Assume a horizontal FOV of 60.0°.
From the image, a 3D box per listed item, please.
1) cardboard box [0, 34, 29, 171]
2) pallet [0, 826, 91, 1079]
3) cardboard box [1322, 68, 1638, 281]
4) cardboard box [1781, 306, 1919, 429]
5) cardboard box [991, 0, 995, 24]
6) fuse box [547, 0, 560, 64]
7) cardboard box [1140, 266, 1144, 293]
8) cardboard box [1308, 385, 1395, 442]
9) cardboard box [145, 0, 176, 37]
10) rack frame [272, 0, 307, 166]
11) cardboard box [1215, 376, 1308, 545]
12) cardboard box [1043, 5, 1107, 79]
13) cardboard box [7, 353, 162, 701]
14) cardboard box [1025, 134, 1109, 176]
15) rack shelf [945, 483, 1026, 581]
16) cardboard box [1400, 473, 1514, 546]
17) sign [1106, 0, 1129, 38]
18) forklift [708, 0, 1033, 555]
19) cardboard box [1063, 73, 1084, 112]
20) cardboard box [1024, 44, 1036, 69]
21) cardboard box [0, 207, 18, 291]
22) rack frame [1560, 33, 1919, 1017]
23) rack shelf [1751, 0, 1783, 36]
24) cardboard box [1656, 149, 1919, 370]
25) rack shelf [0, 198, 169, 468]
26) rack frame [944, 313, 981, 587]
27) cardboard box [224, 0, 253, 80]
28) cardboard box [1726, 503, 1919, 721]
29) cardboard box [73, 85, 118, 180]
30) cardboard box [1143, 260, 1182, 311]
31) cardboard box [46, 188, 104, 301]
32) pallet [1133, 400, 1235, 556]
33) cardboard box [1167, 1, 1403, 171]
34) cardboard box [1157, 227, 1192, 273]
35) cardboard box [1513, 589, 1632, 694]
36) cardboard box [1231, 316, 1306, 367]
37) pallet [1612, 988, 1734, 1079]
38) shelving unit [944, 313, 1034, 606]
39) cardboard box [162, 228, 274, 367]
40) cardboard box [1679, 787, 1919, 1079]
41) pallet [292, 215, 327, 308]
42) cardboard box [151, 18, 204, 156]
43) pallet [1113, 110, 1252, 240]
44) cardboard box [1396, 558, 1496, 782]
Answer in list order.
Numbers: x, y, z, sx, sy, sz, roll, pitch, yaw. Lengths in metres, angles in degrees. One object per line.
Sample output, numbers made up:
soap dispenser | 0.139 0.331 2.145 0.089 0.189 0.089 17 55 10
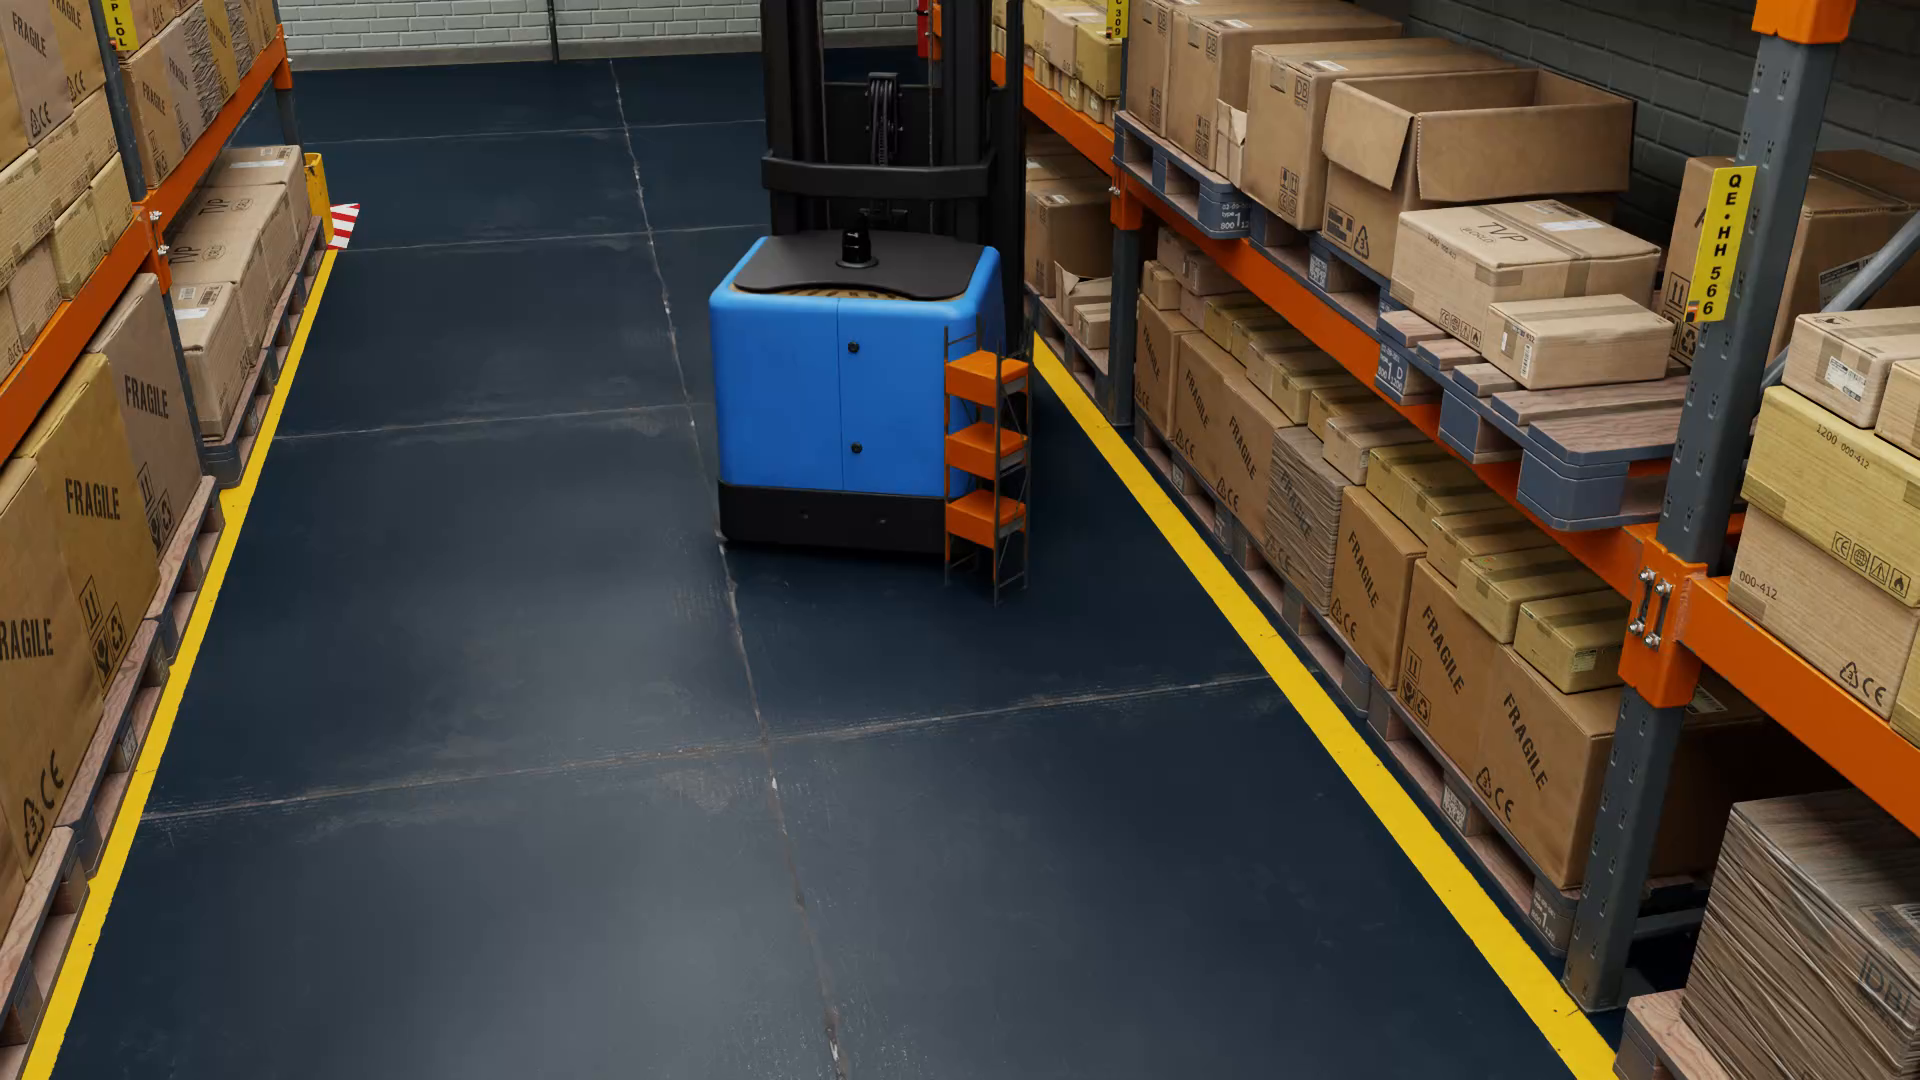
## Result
cardboard box | -3.079 -1.303 4.781 0.500 0.500 0.500 -5 27 -10
pallet | -2.847 1.214 4.111 1.003 0.211 1.213 -6 27 -12
cardboard box | 1.545 -1.114 5.048 0.797 0.503 0.637 -7 28 -13
cardboard box | 1.878 -0.347 3.278 0.380 0.149 0.250 -5 27 -10
cardboard box | 0.361 -3.091 9.381 0.500 0.250 0.500 -6 27 -13
fuse box | -3.759 -5.236 15.225 0.539 1.711 0.414 -6 27 -12
cardboard box | 1.175 -1.358 8.810 0.380 0.149 0.250 -6 27 -12
cardboard box | 1.458 -0.433 5.867 0.380 0.149 0.250 -6 27 -11
cardboard box | -3.623 -2.380 6.916 0.500 0.500 0.500 -6 27 -12
rack frame | -4.545 -3.189 9.740 1.000 3.000 0.127 -6 27 -12
cardboard box | 1.319 -0.323 6.369 0.500 0.500 0.500 -7 28 -13
cardboard box | 0.712 -2.422 8.056 0.500 0.250 0.500 -6 27 -11
cardboard box | -3.215 -0.012 5.337 0.875 0.875 0.875 -5 27 -10
cardboard box | 0.490 -2.109 9.908 0.700 0.500 0.500 -5 27 -9
rack shelf | 0.103 -0.032 6.289 0.240 0.259 0.215 21 33 35
cardboard box | 1.611 -0.092 5.192 0.380 0.149 0.250 -5 27 -10
sign | 0.664 -2.267 6.952 0.100 0.325 0.005 -6 27 -12
forklift | -0.245 -1.889 7.240 1.130 2.935 3.031 4 27 7
cardboard box | 0.712 -2.165 7.989 0.380 0.149 0.250 -5 27 -10
cardboard box | 0.543 -2.620 8.891 0.380 0.149 0.250 -6 27 -12
cardboard box | -2.933 -0.752 4.523 0.500 0.250 0.500 -5 27 -11
rack frame | 2.093 -0.183 3.783 1.000 3.000 0.127 -6 27 -12
rack shelf | 1.642 -2.079 5.009 1.077 0.370 4.000 -6 27 -12
cardboard box | 2.129 -0.657 4.145 0.500 0.500 0.500 -5 27 -9
rack shelf | -3.193 -0.234 4.683 1.077 0.370 4.000 -6 27 -12
rack frame | 0.010 -0.325 6.229 0.008 1.050 0.200 21 33 35
cardboard box | -3.955 -2.602 8.466 0.500 0.500 0.500 -5 27 -10
cardboard box | 1.955 0.104 3.382 0.500 0.250 0.500 -6 27 -11
cardboard box | -3.308 -1.421 5.847 0.500 0.250 0.500 -6 27 -12
cardboard box | 1.013 -1.116 7.219 0.380 0.149 0.250 -5 27 -9
cardboard box | -3.183 -0.971 5.512 0.500 0.250 0.500 -6 27 -12
pallet | 1.412 -0.341 7.191 1.003 0.211 1.213 -6 27 -12
cardboard box | 1.199 -1.709 6.229 0.700 0.500 0.500 -6 27 -11
cardboard box | 1.072 -1.254 7.165 0.380 0.149 0.250 -6 27 -12
cardboard box | 1.735 0.265 4.484 0.380 0.149 0.250 -7 28 -14
cardboard box | 1.295 -0.771 6.537 0.380 0.149 0.250 -6 27 -12
pallet | 2.240 1.427 3.688 1.003 0.211 1.213 -6 27 -12
shelving unit | 0.103 -0.290 6.159 0.252 1.050 0.215 21 33 35
cardboard box | -3.883 -1.156 8.090 0.875 0.438 0.875 -7 28 -13
cardboard box | 2.220 0.965 3.679 0.875 0.625 0.625 -5 27 -10
pallet | -4.289 -1.601 9.688 1.003 0.211 1.213 -6 27 -12
cardboard box | -3.604 -1.932 7.137 0.500 0.500 0.500 -6 27 -11
pallet | 1.265 -1.491 6.589 1.003 0.211 1.213 -6 27 -12
cardboard box | 1.686 0.361 5.014 0.500 0.500 0.500 -6 27 -12
